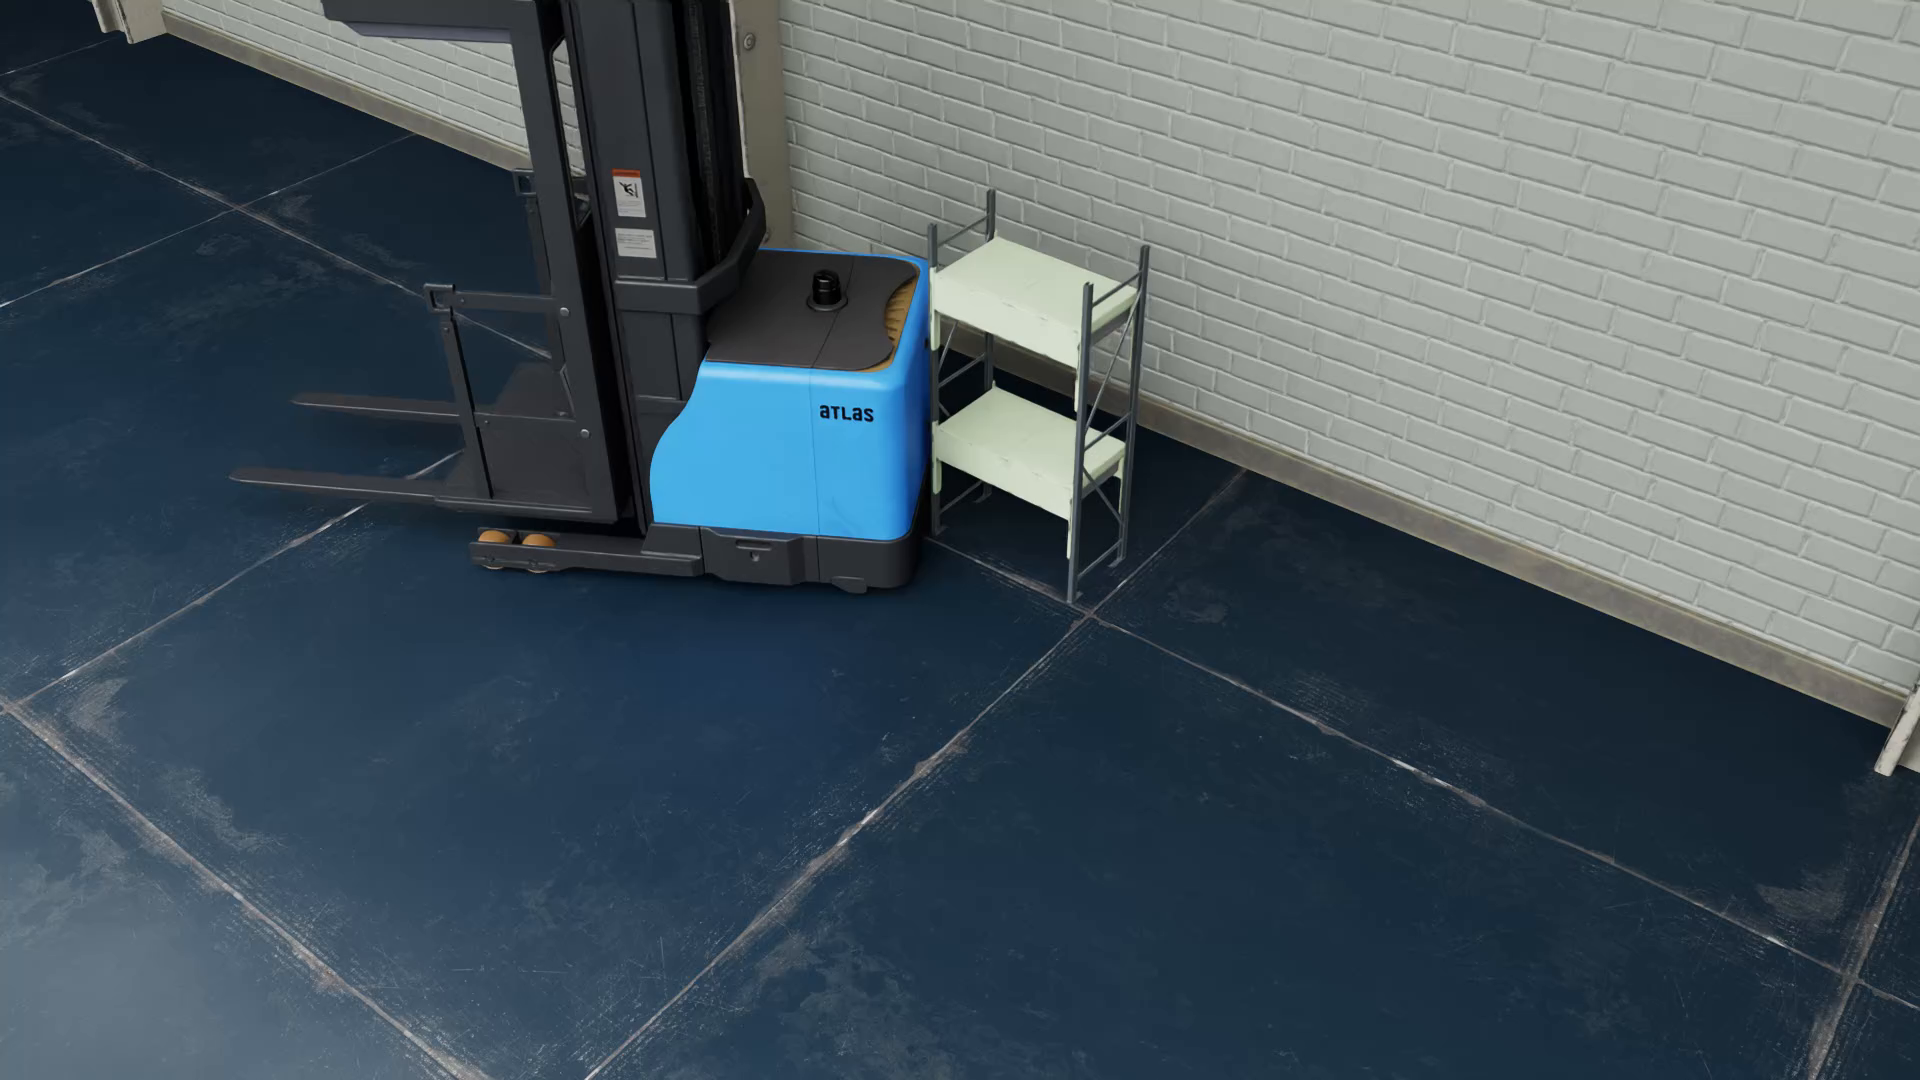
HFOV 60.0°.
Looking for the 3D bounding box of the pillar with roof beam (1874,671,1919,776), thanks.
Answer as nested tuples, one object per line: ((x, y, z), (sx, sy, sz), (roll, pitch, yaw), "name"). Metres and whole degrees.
((1.020, -0.584, 0.696), (0.400, 9.000, 9.100), (25, 45, 29), "pillar with roof beam")

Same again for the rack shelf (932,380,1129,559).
((0.294, -0.306, 6.953), (0.720, 0.370, 0.431), (26, 45, 30), "rack shelf")

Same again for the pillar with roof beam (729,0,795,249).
((-3.746, -2.831, 3.566), (0.400, 9.000, 9.100), (25, 45, 29), "pillar with roof beam")

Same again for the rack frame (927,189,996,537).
((0.008, -0.704, 6.932), (0.023, 1.500, 0.400), (26, 45, 30), "rack frame")

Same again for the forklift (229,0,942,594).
((-1.640, -1.331, 6.572), (3.031, 2.935, 1.130), (5, 38, 6), "forklift")

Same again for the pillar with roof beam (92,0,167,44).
((-8.512, -5.078, 6.436), (0.400, 9.000, 9.100), (25, 45, 29), "pillar with roof beam")

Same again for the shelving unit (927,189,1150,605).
((0.294, -0.562, 6.752), (0.755, 1.500, 0.431), (26, 45, 30), "shelving unit")

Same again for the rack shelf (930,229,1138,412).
((0.294, -0.870, 6.511), (0.720, 0.370, 0.431), (26, 45, 30), "rack shelf")

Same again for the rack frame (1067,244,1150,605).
((0.579, -0.421, 6.571), (0.023, 1.500, 0.400), (26, 45, 30), "rack frame")
